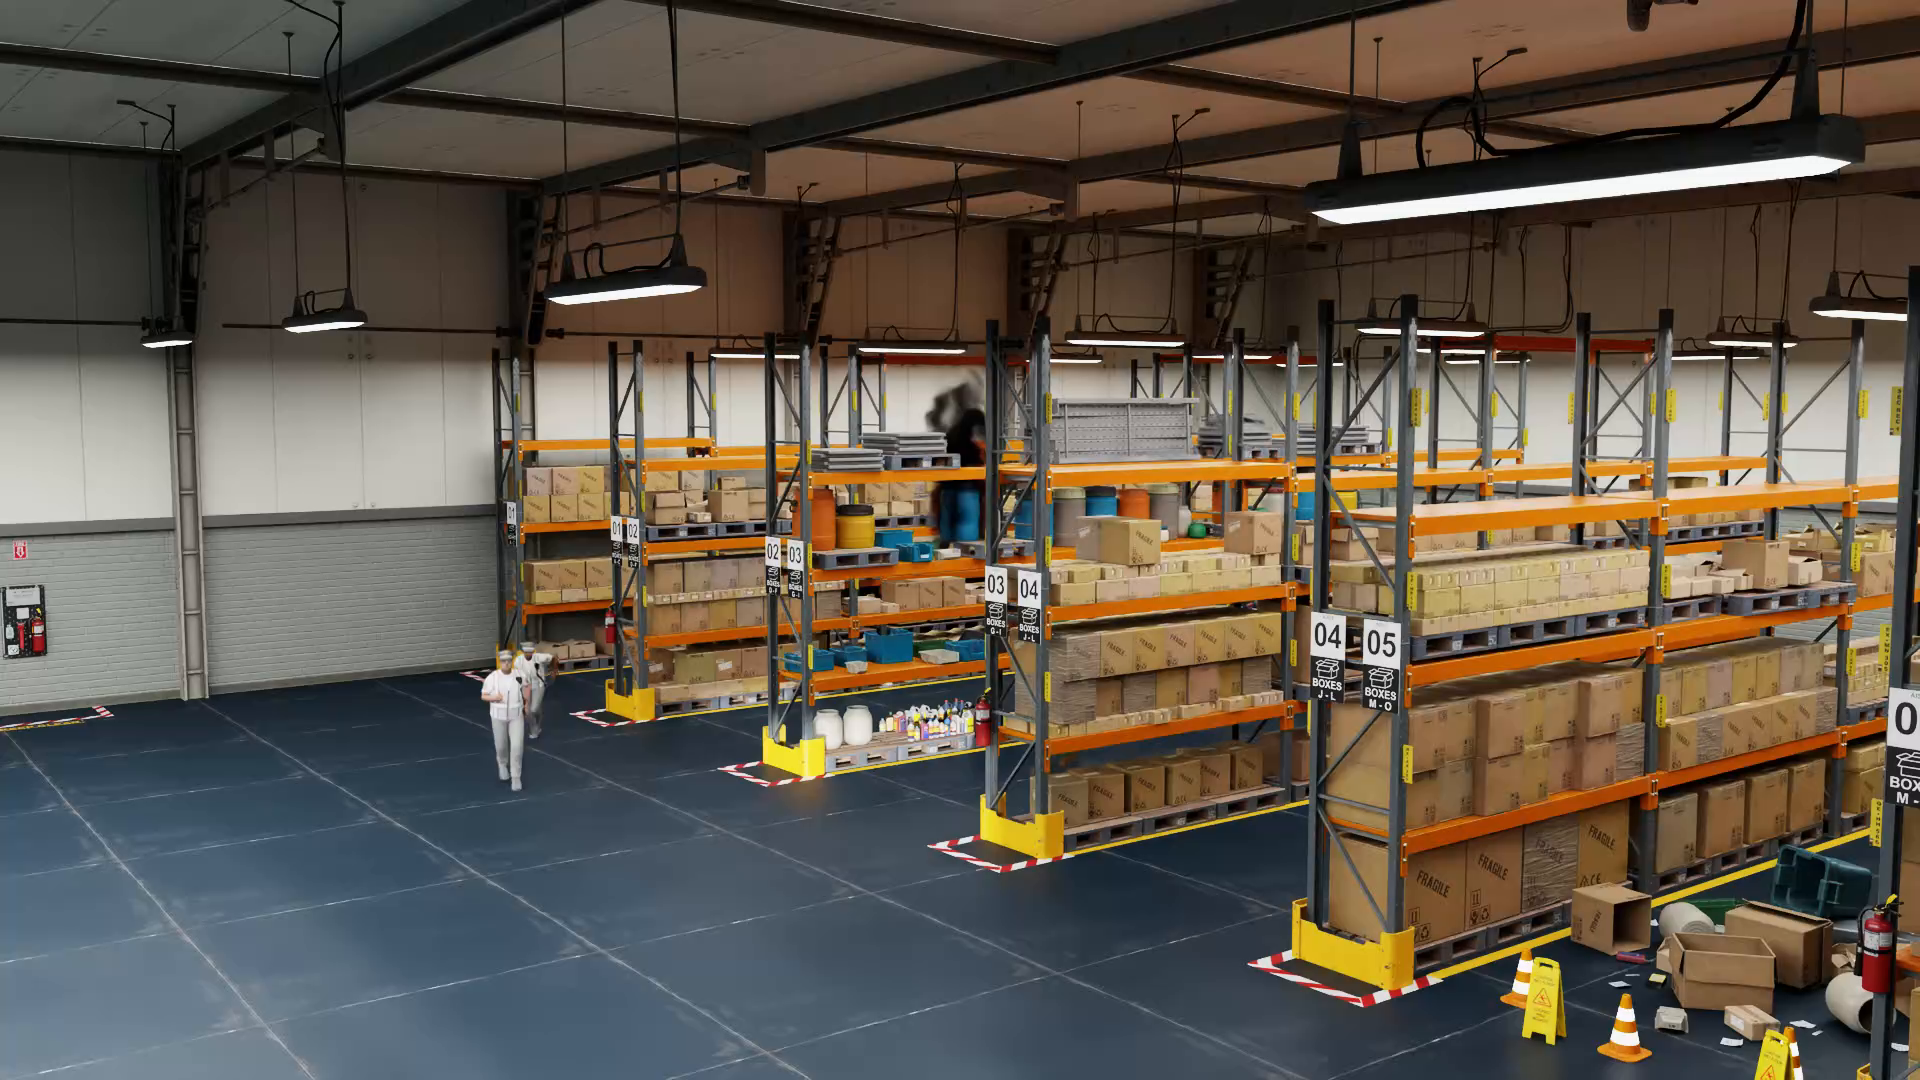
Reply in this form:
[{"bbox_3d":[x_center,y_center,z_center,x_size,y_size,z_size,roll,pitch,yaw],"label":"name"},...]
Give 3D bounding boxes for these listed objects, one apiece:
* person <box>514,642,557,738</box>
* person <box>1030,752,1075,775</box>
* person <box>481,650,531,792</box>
[{"bbox_3d":[-6.332,2.237,24.802,0.600,1.519,0.853,0,5,-4],"label":"person"},{"bbox_3d":[1.189,2.074,21.414,0.842,1.831,0.645,-4,6,-38],"label":"person"},{"bbox_3d":[-5.961,2.336,21.904,0.653,1.805,0.898,-2,5,-17],"label":"person"}]
